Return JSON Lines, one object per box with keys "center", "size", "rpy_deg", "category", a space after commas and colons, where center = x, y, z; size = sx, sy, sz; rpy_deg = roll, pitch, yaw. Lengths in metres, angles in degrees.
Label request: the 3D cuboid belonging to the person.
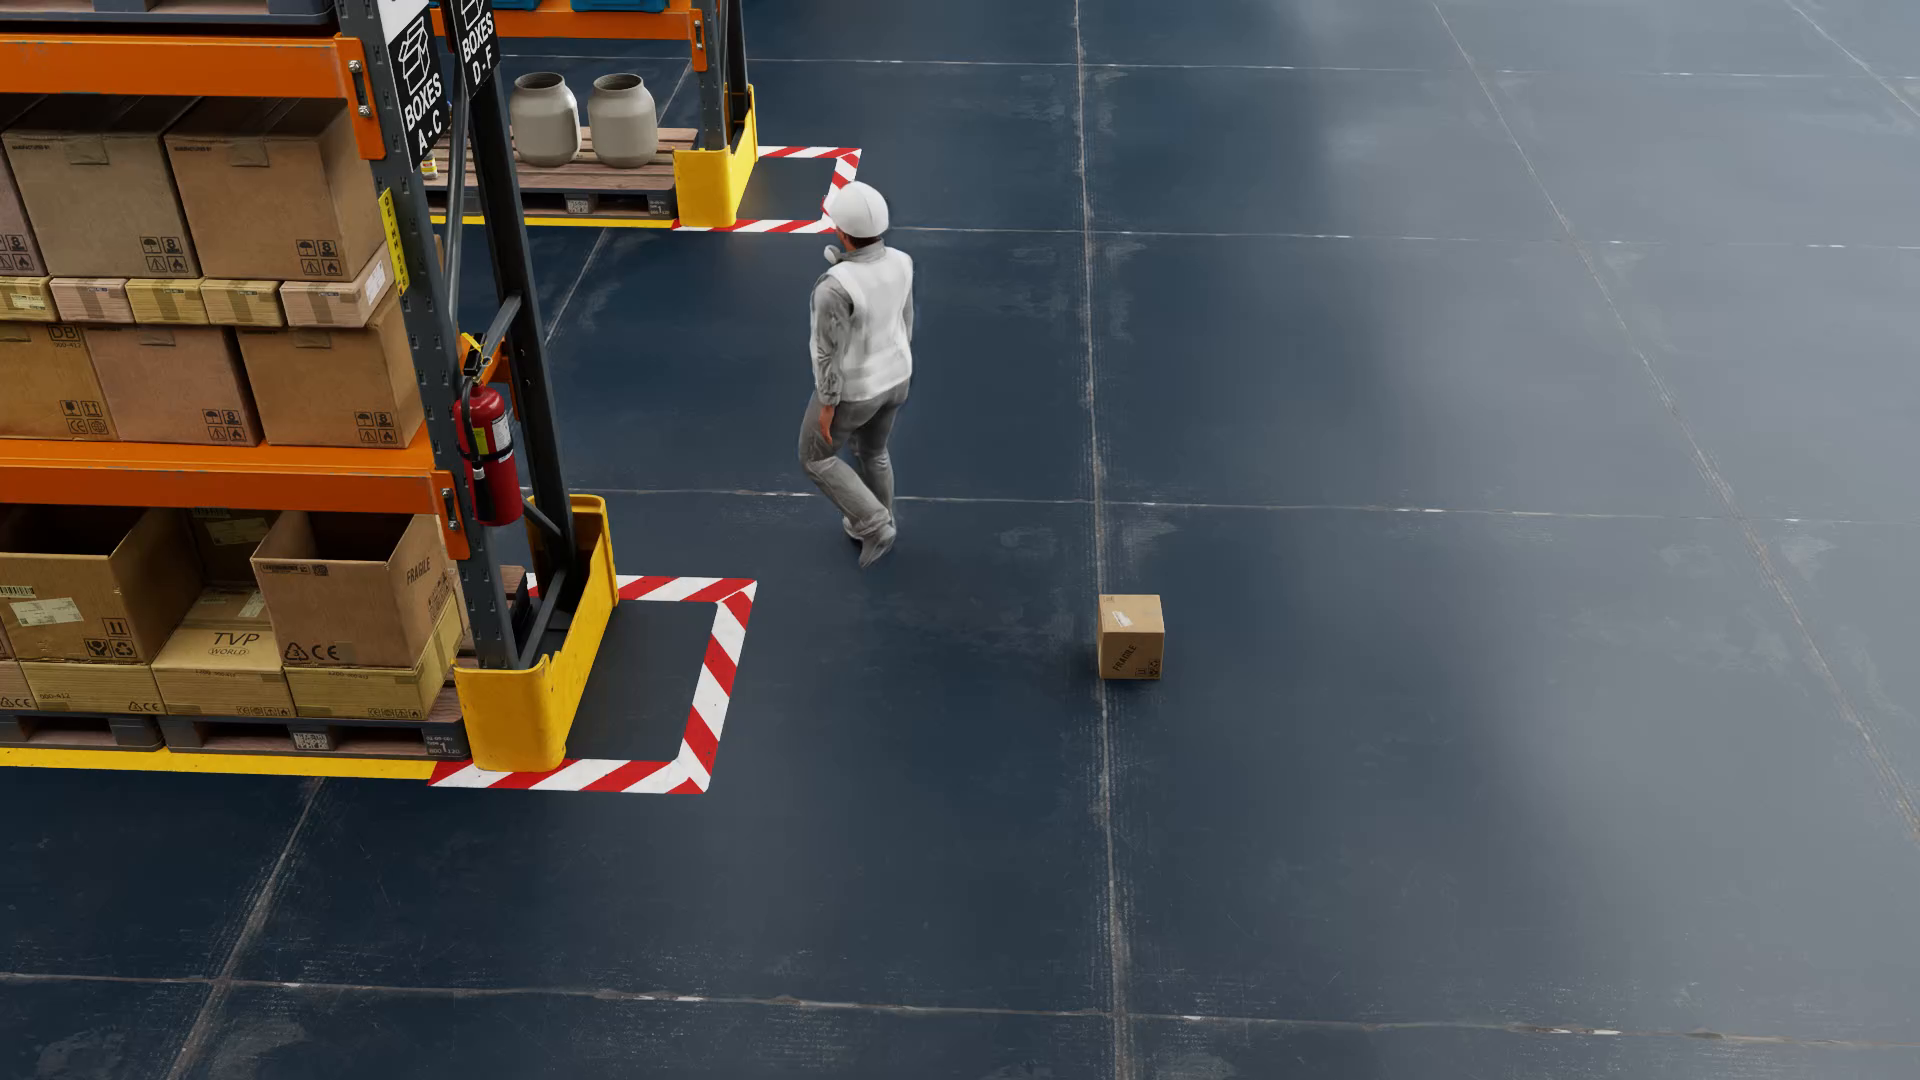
{"center": [-0.400, -0.666, 7.015], "size": [0.498, 1.766, 0.561], "rpy_deg": [29, 45, 35], "category": "person"}
